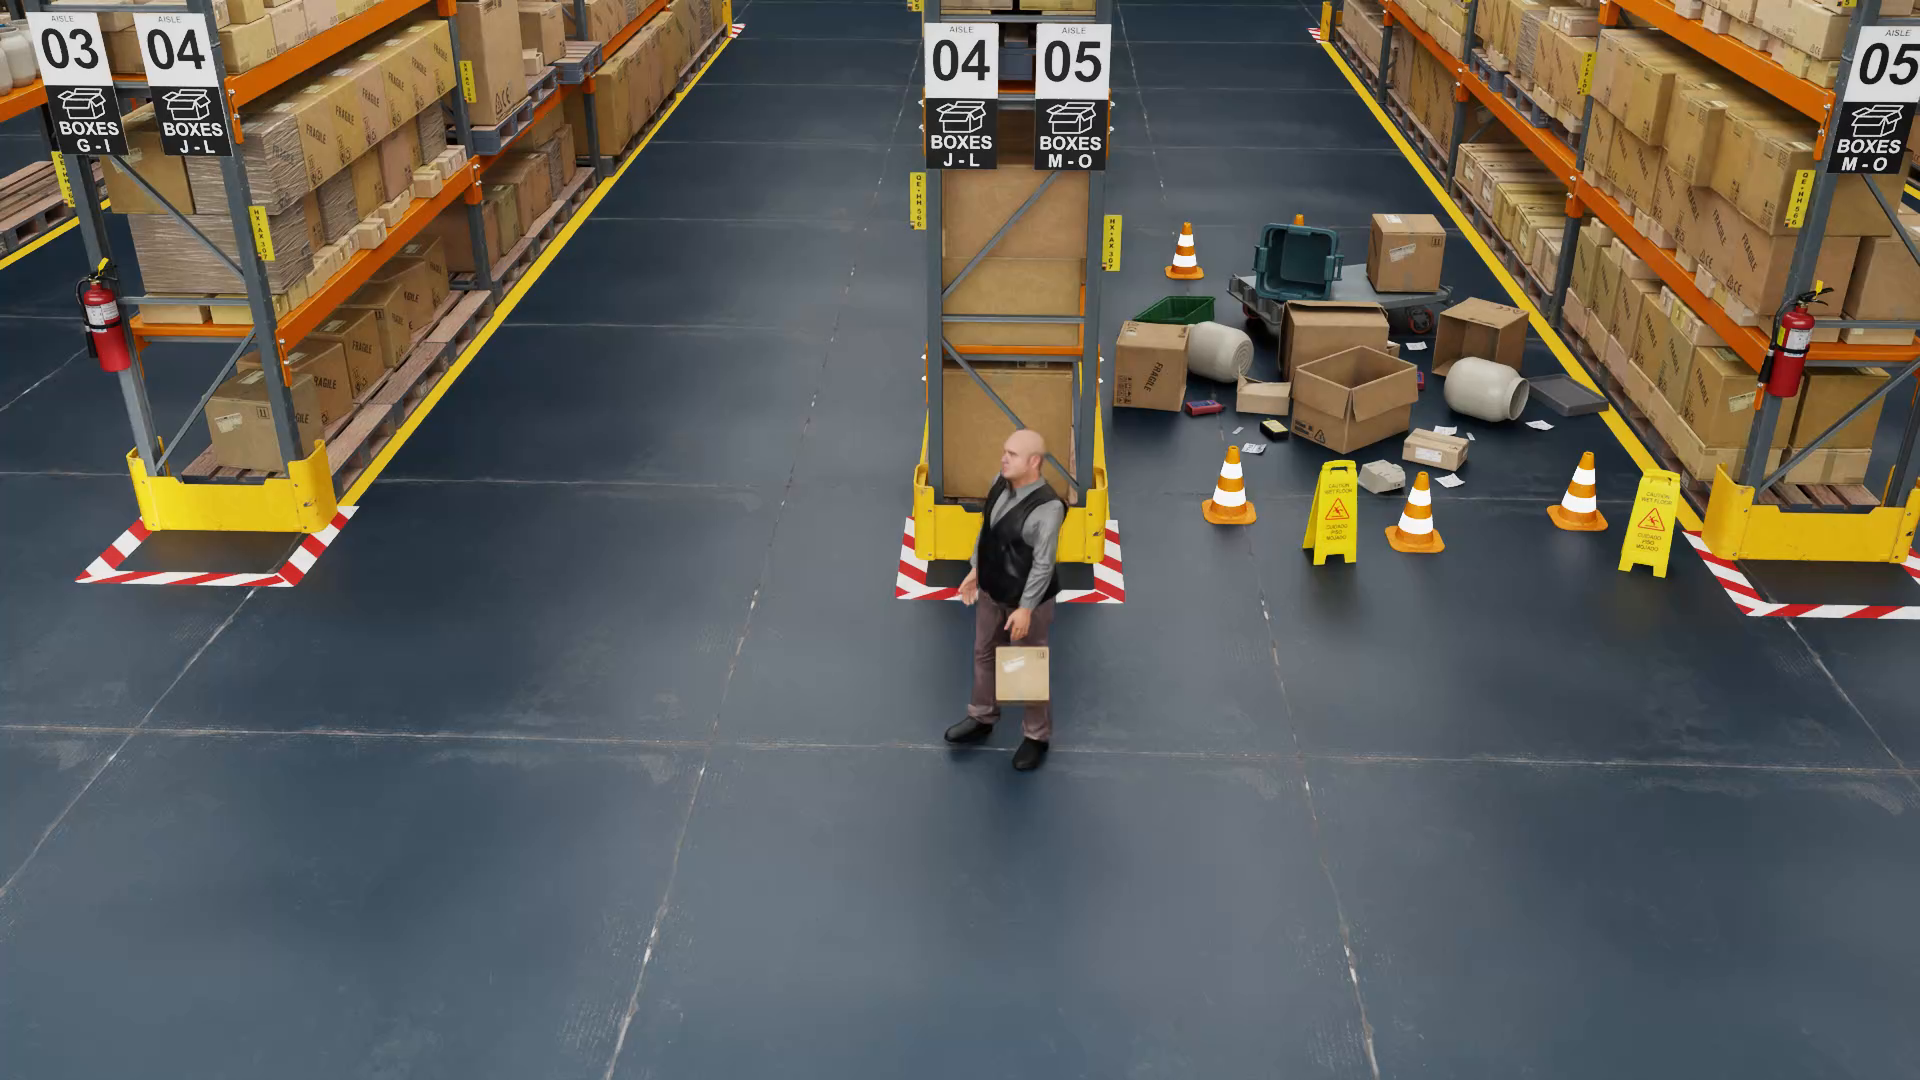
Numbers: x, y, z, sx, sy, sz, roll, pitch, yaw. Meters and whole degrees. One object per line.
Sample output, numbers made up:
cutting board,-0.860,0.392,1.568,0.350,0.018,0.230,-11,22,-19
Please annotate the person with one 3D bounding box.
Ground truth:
person,0.219,0.287,8.059,0.512,1.728,0.543,-15,31,-27
